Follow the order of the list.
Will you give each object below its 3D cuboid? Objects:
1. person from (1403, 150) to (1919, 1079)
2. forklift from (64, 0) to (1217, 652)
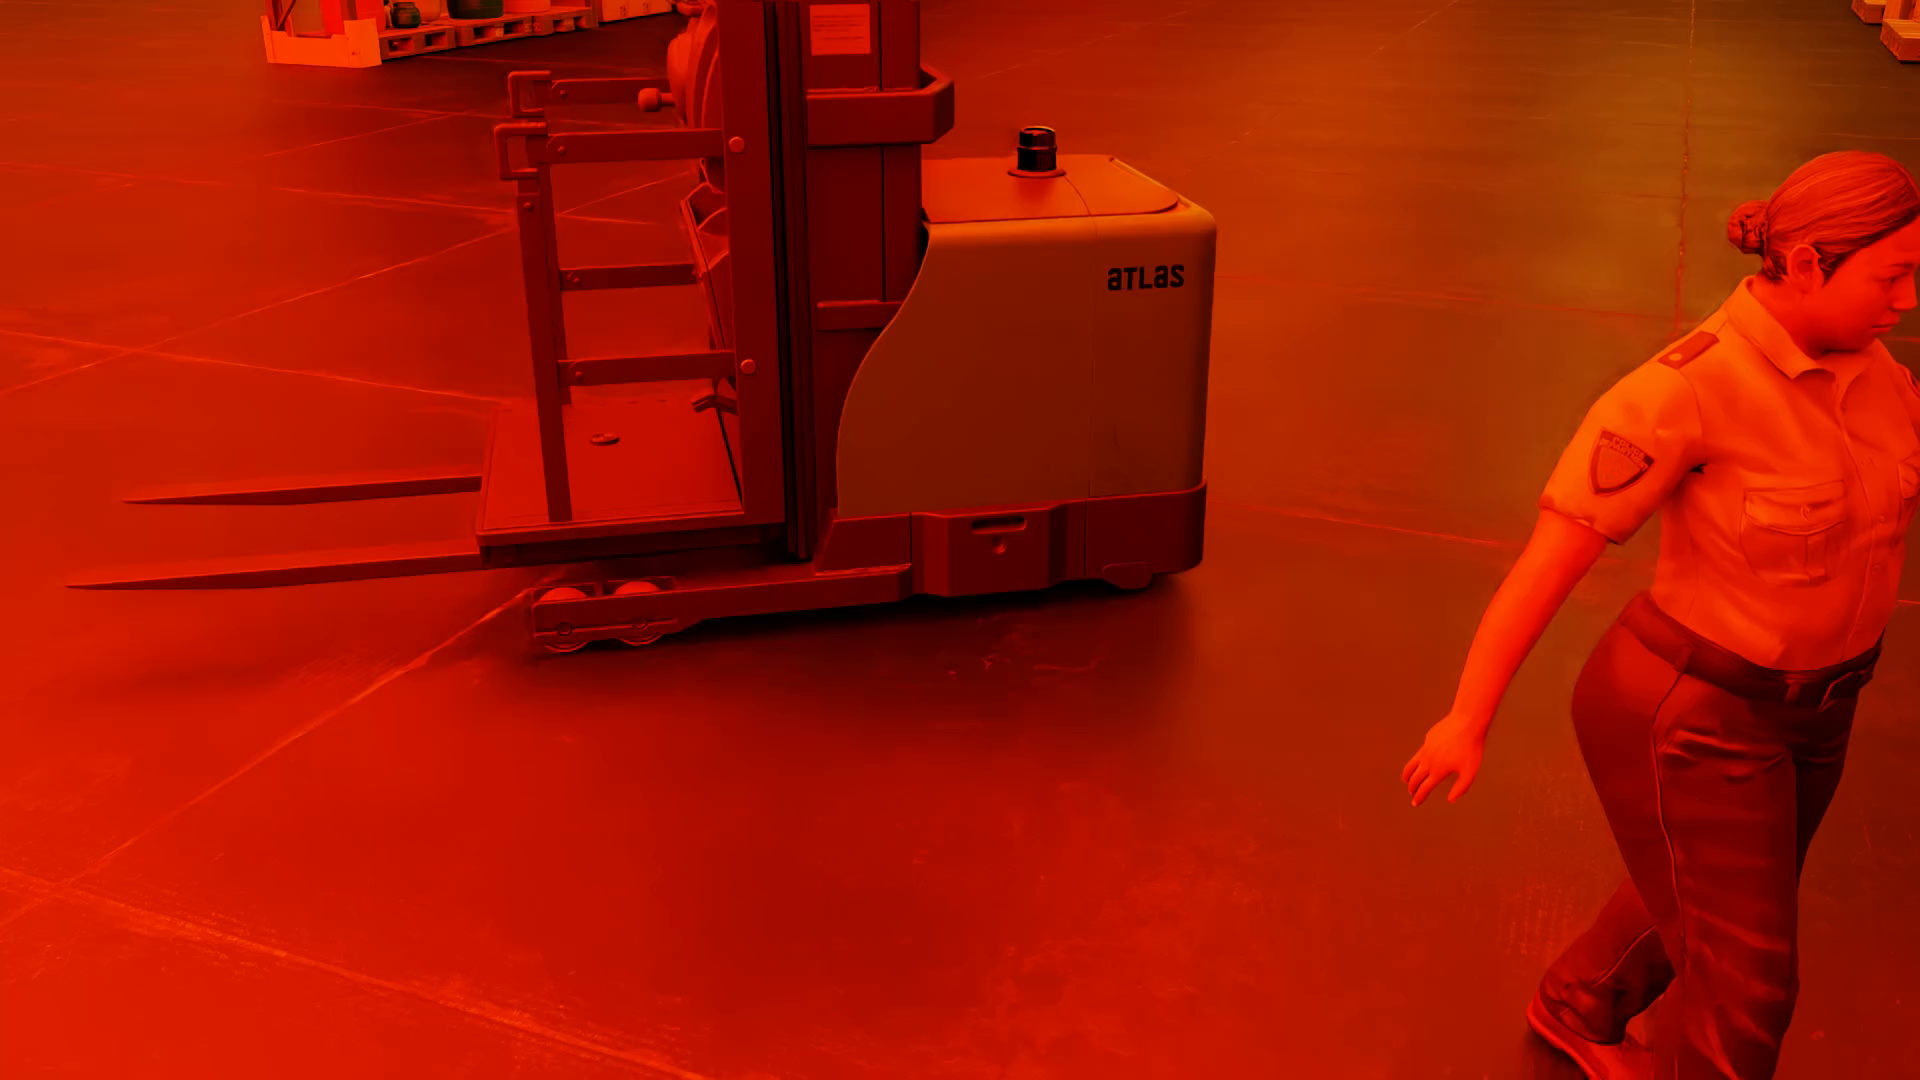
[{"bbox_3d":[1.110,0.281,2.353,0.899,1.630,0.721,-14,26,-29],"label":"person"},{"bbox_3d":[-0.874,-1.279,4.353,3.031,2.935,1.130,-5,23,-11],"label":"forklift"}]
